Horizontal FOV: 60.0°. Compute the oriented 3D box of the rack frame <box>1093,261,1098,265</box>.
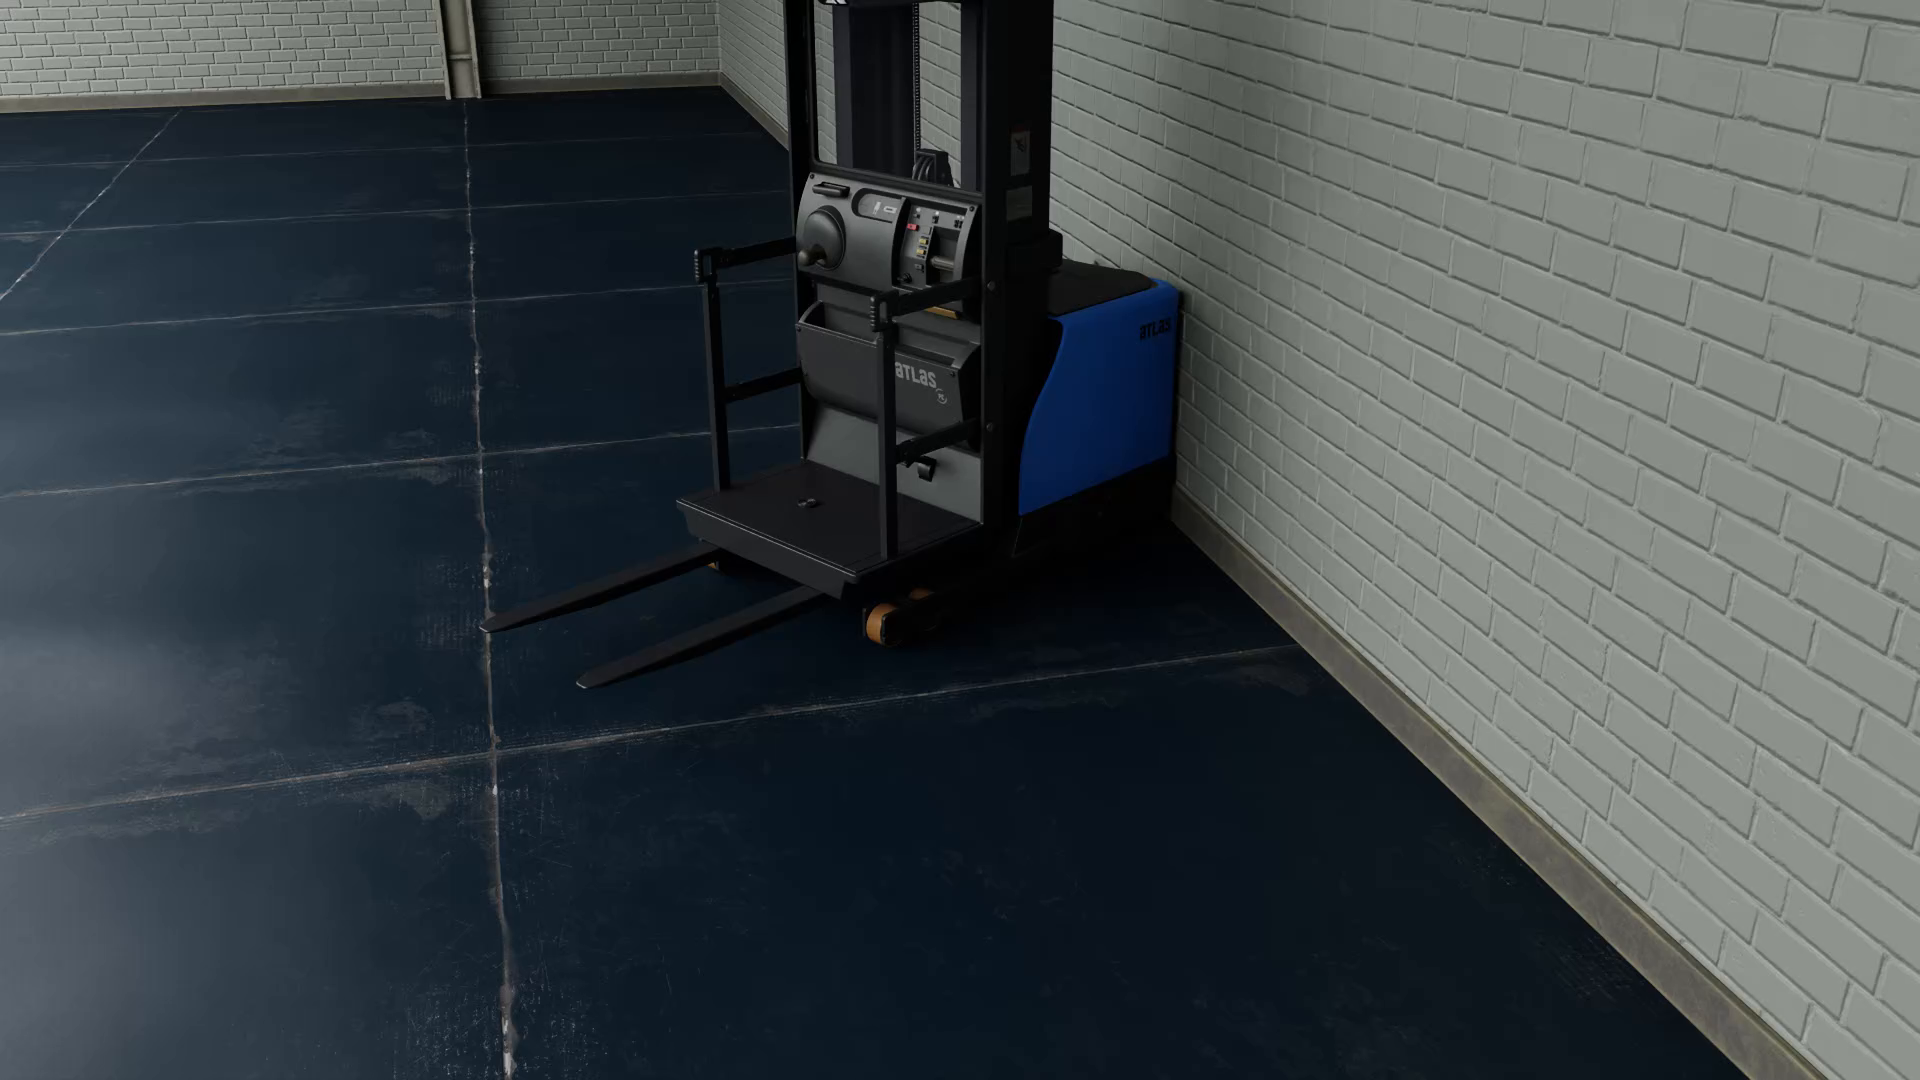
[{"bbox_3d":[0.744,-0.766,7.926,0.015,0.240,1.200,-5,65,-13],"label":"rack frame"}]

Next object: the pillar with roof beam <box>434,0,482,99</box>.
[{"bbox_3d":[-4.544,-7.602,13.556,0.400,9.000,9.100,-6,24,-14],"label":"pillar with roof beam"}]

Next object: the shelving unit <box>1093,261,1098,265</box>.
[{"bbox_3d":[0.507,-0.745,7.873,0.503,0.258,1.200,-5,65,-13],"label":"shelving unit"}]

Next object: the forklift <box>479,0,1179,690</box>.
[{"bbox_3d":[-0.436,-1.168,6.256,1.130,2.935,3.031,21,31,40],"label":"forklift"}]
